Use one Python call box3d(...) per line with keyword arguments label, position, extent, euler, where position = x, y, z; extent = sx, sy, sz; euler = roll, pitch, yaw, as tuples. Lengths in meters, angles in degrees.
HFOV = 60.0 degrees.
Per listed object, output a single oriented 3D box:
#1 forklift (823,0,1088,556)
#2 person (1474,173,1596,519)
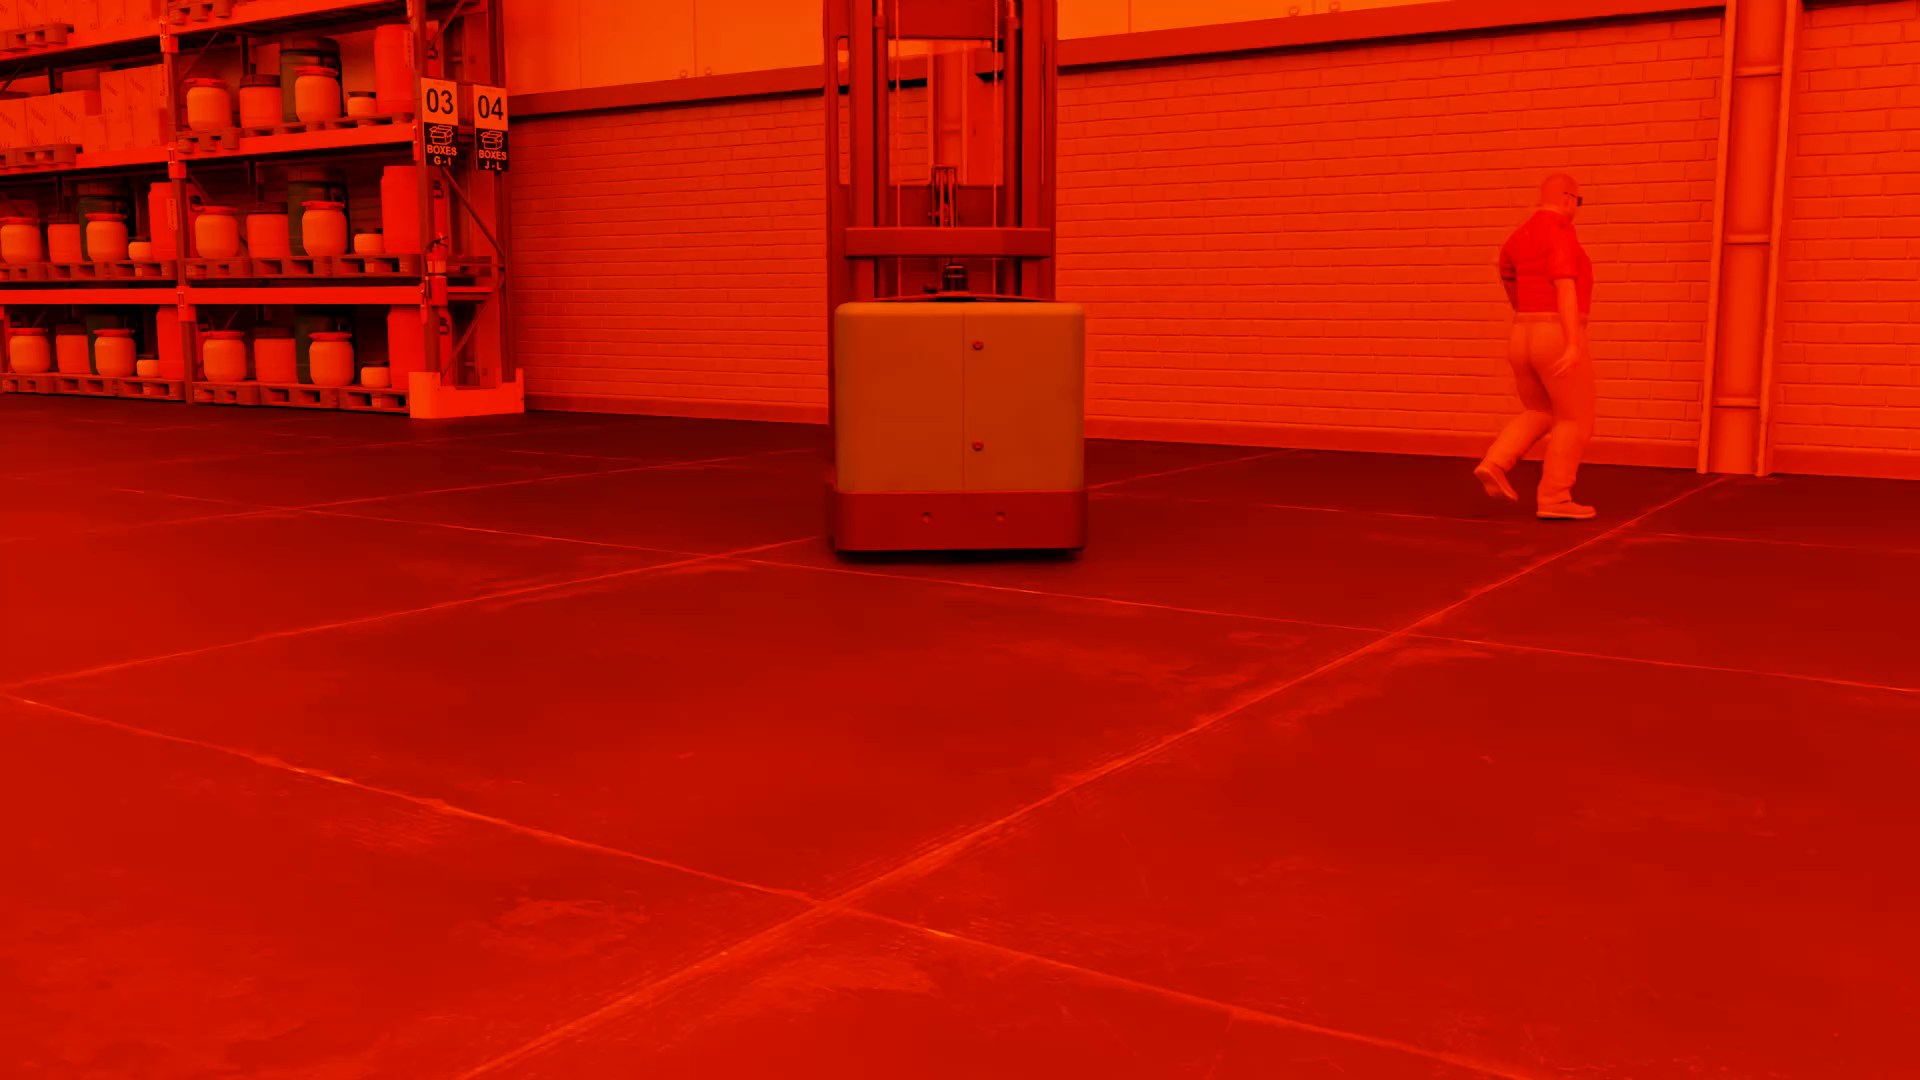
box3d(label="forklift", position=(-0.111, -1.553, 8.111), extent=(1.130, 2.935, 3.031), euler=(-1, 8, -5))
box3d(label="person", position=(2.930, -0.961, 8.306), extent=(0.533, 1.709, 0.760), euler=(-3, 9, -18))
